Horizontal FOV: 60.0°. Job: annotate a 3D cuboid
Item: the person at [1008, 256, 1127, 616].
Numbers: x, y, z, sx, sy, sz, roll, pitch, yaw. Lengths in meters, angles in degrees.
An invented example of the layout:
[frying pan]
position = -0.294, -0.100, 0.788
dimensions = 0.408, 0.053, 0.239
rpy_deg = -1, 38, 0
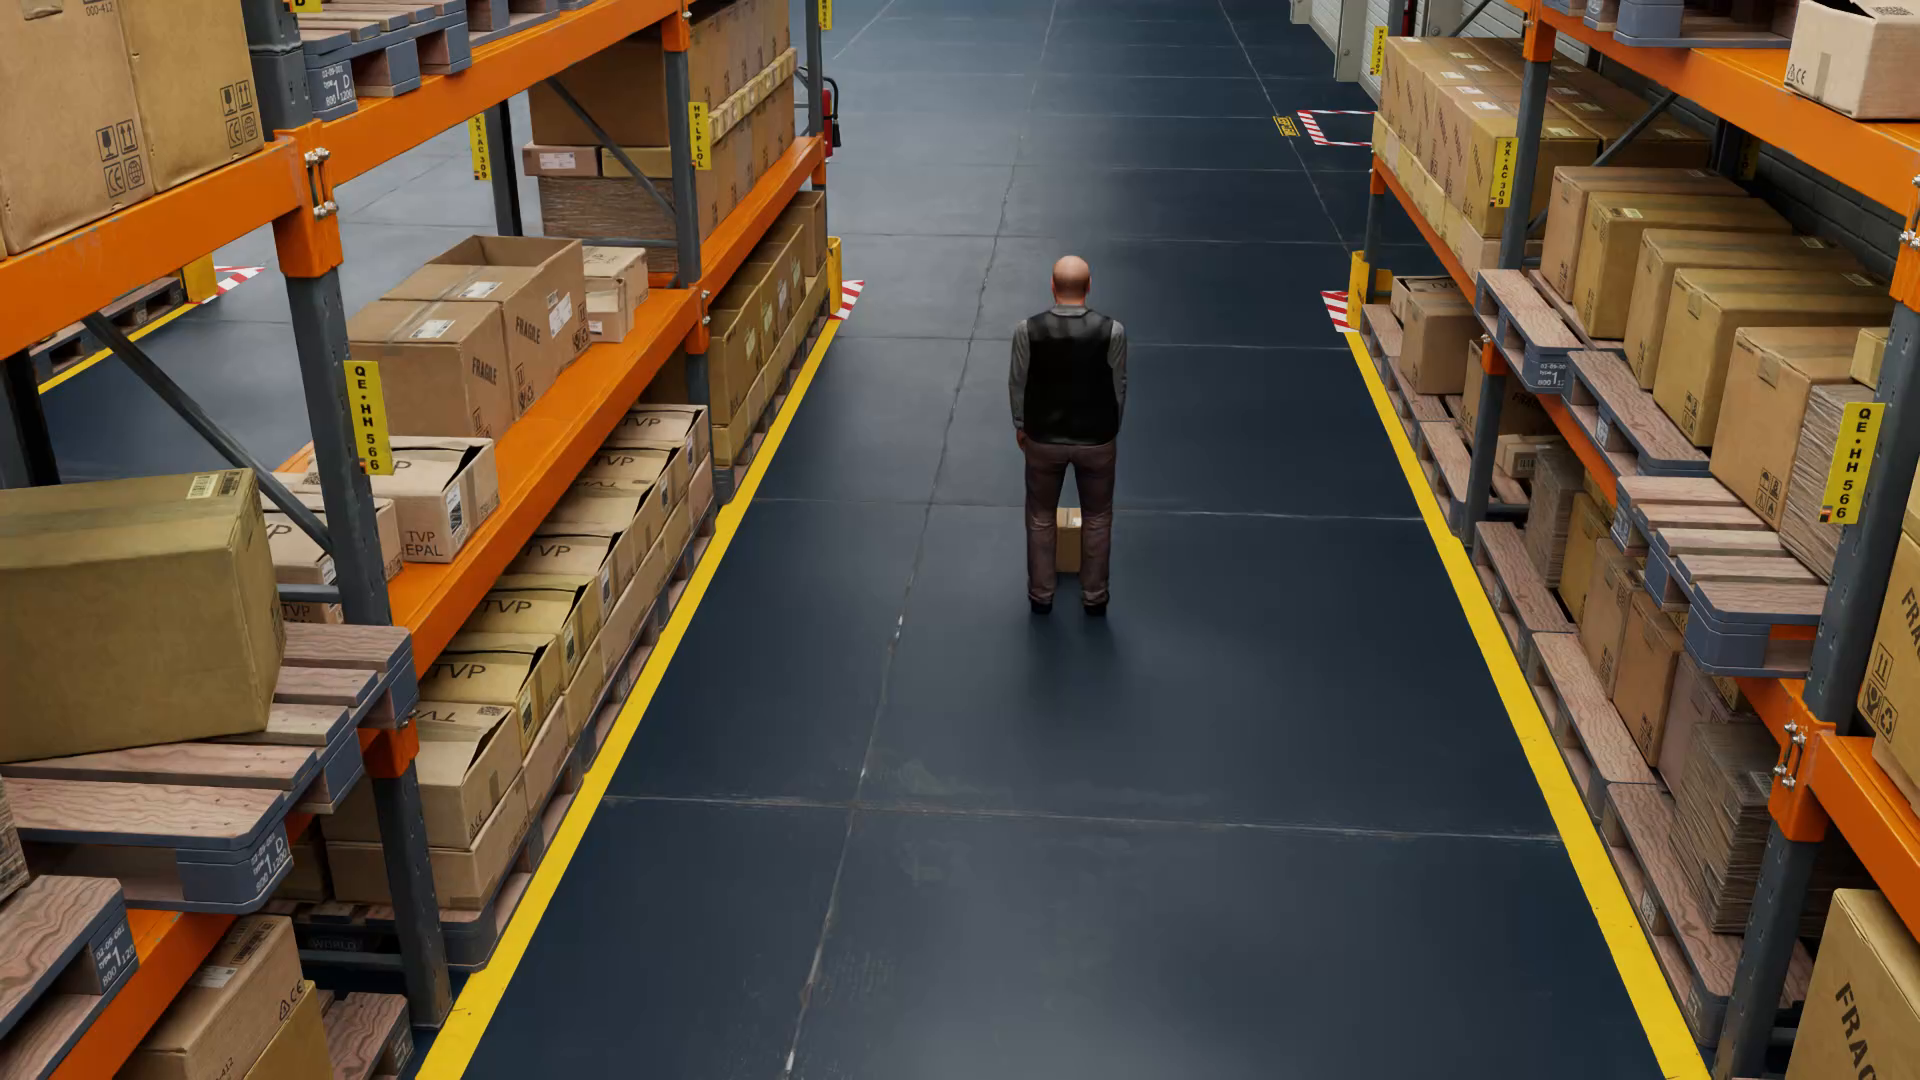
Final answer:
[person]
position = 0.489, -0.463, 7.685
dimensions = 0.540, 1.706, 0.364
rpy_deg = 2, 24, 5
